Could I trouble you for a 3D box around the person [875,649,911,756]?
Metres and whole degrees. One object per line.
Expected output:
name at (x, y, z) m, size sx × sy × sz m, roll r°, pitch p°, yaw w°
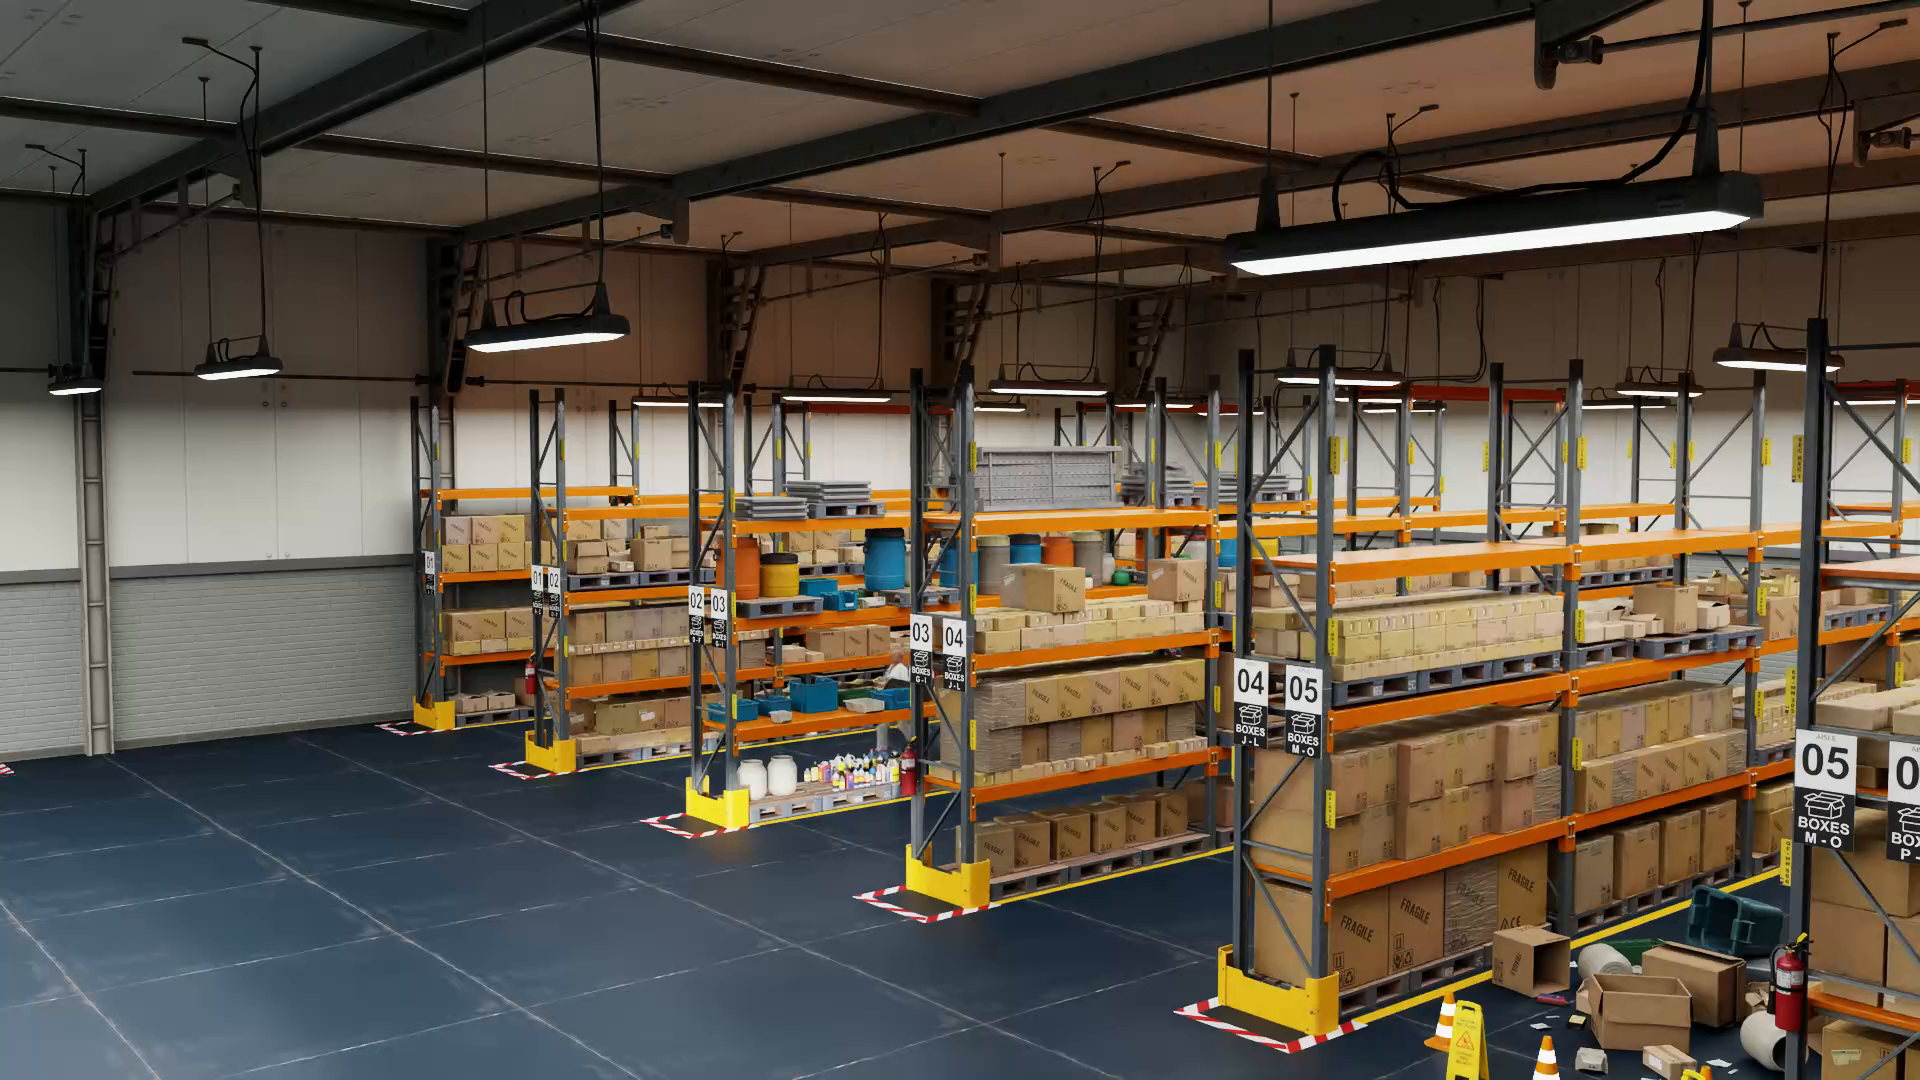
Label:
person at (-1.028, 2.664, 26.937) m, size 0.926 × 1.806 × 0.684 m, roll -3°, pitch 4°, yaw -38°
